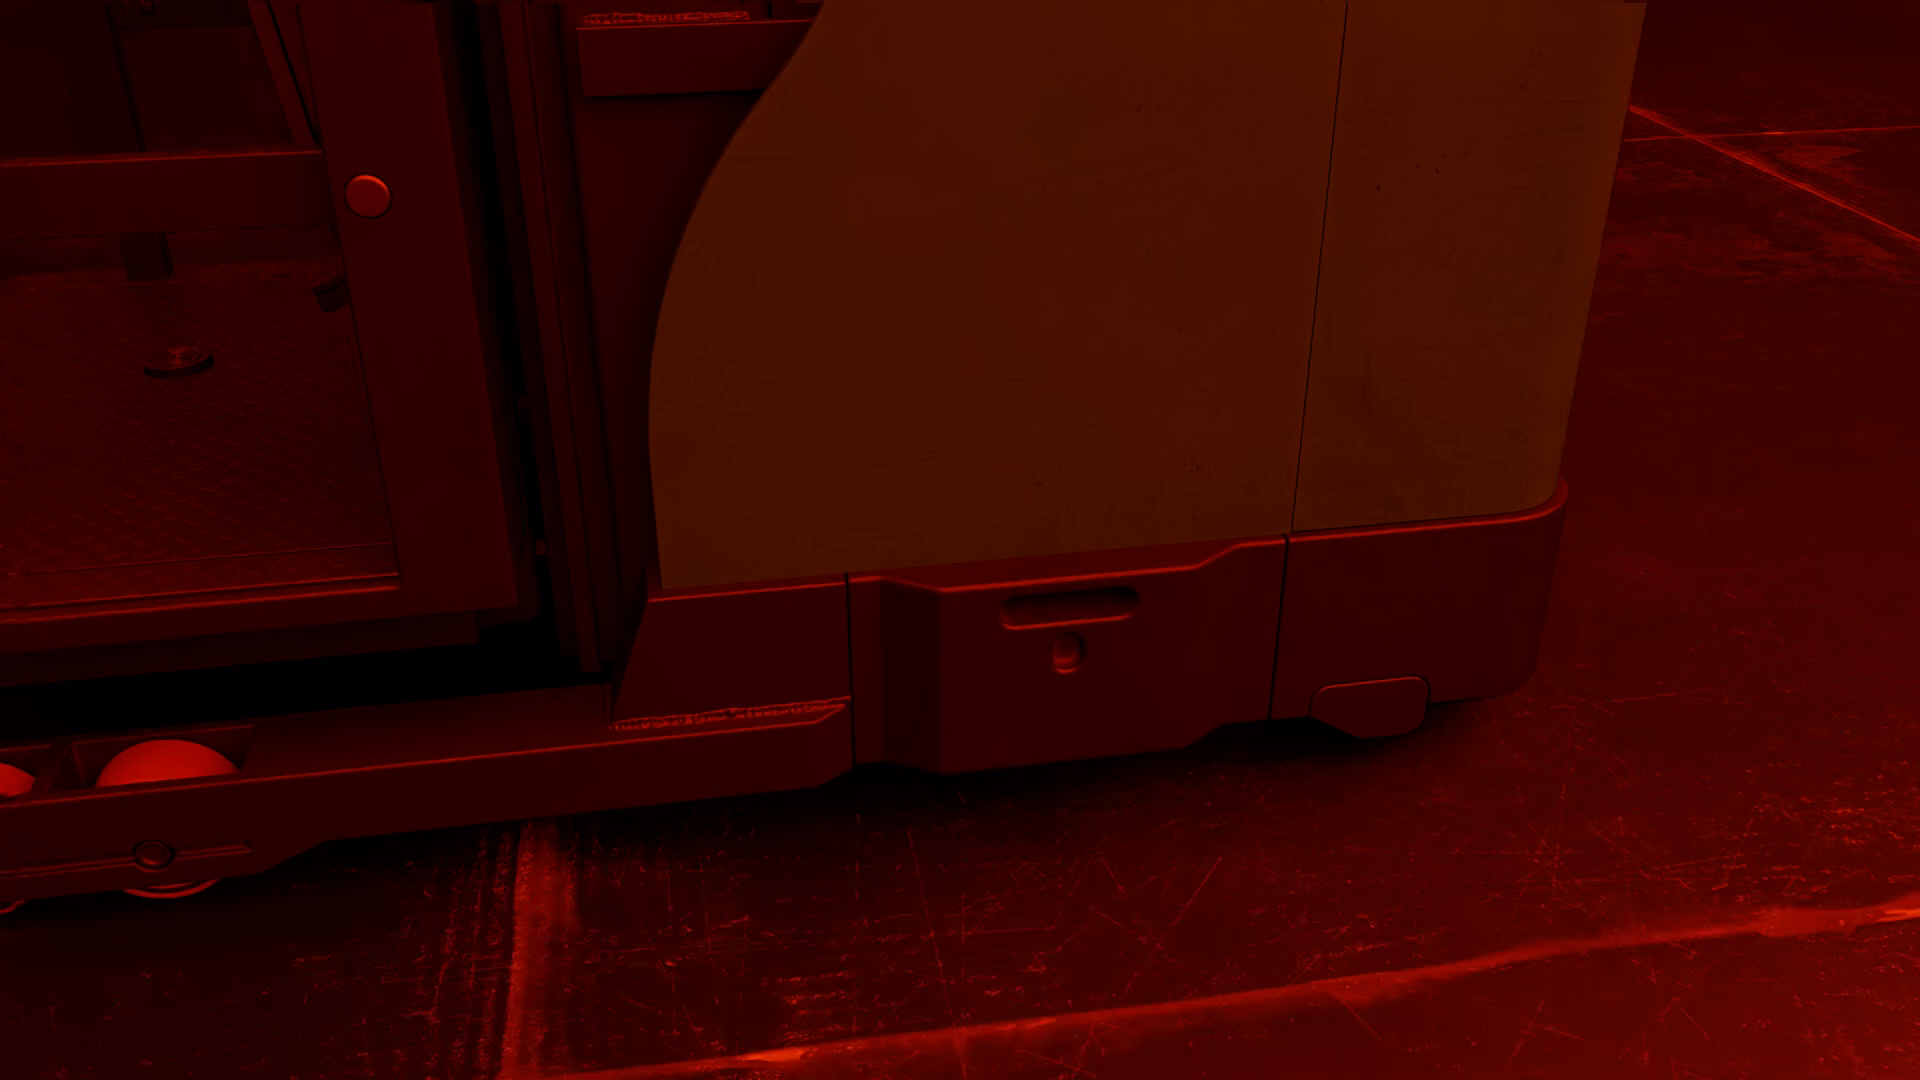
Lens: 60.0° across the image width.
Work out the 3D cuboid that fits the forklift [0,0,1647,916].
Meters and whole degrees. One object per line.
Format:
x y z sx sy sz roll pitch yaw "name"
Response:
-0.851 -1.164 1.566 3.031 2.935 1.130 -5 28 -9 "forklift"
